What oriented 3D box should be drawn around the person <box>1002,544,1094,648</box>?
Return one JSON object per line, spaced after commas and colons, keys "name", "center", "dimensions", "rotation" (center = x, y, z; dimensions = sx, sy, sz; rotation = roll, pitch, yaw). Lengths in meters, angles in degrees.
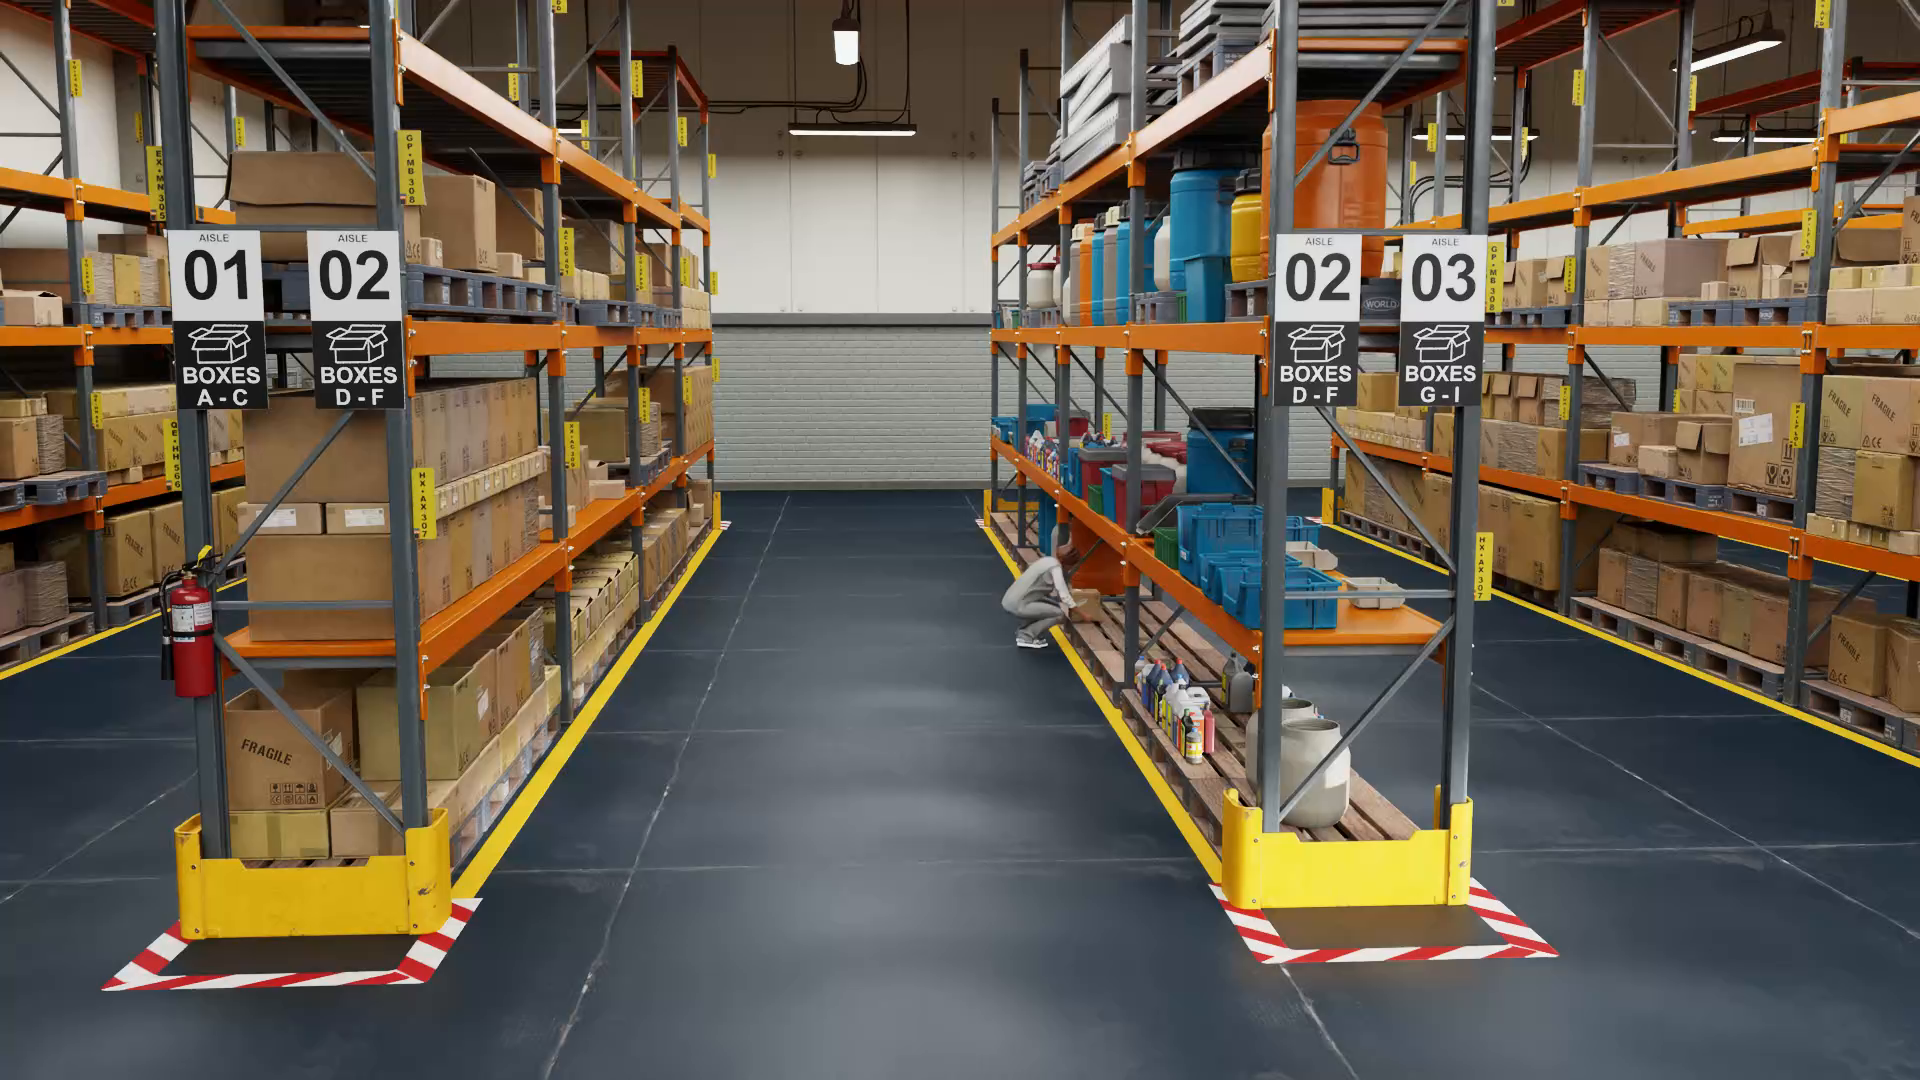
{"name": "person", "center": [0.770, 0.498, 14.714], "dimensions": [0.807, 0.887, 0.506], "rotation": [-1, 7, -4]}
